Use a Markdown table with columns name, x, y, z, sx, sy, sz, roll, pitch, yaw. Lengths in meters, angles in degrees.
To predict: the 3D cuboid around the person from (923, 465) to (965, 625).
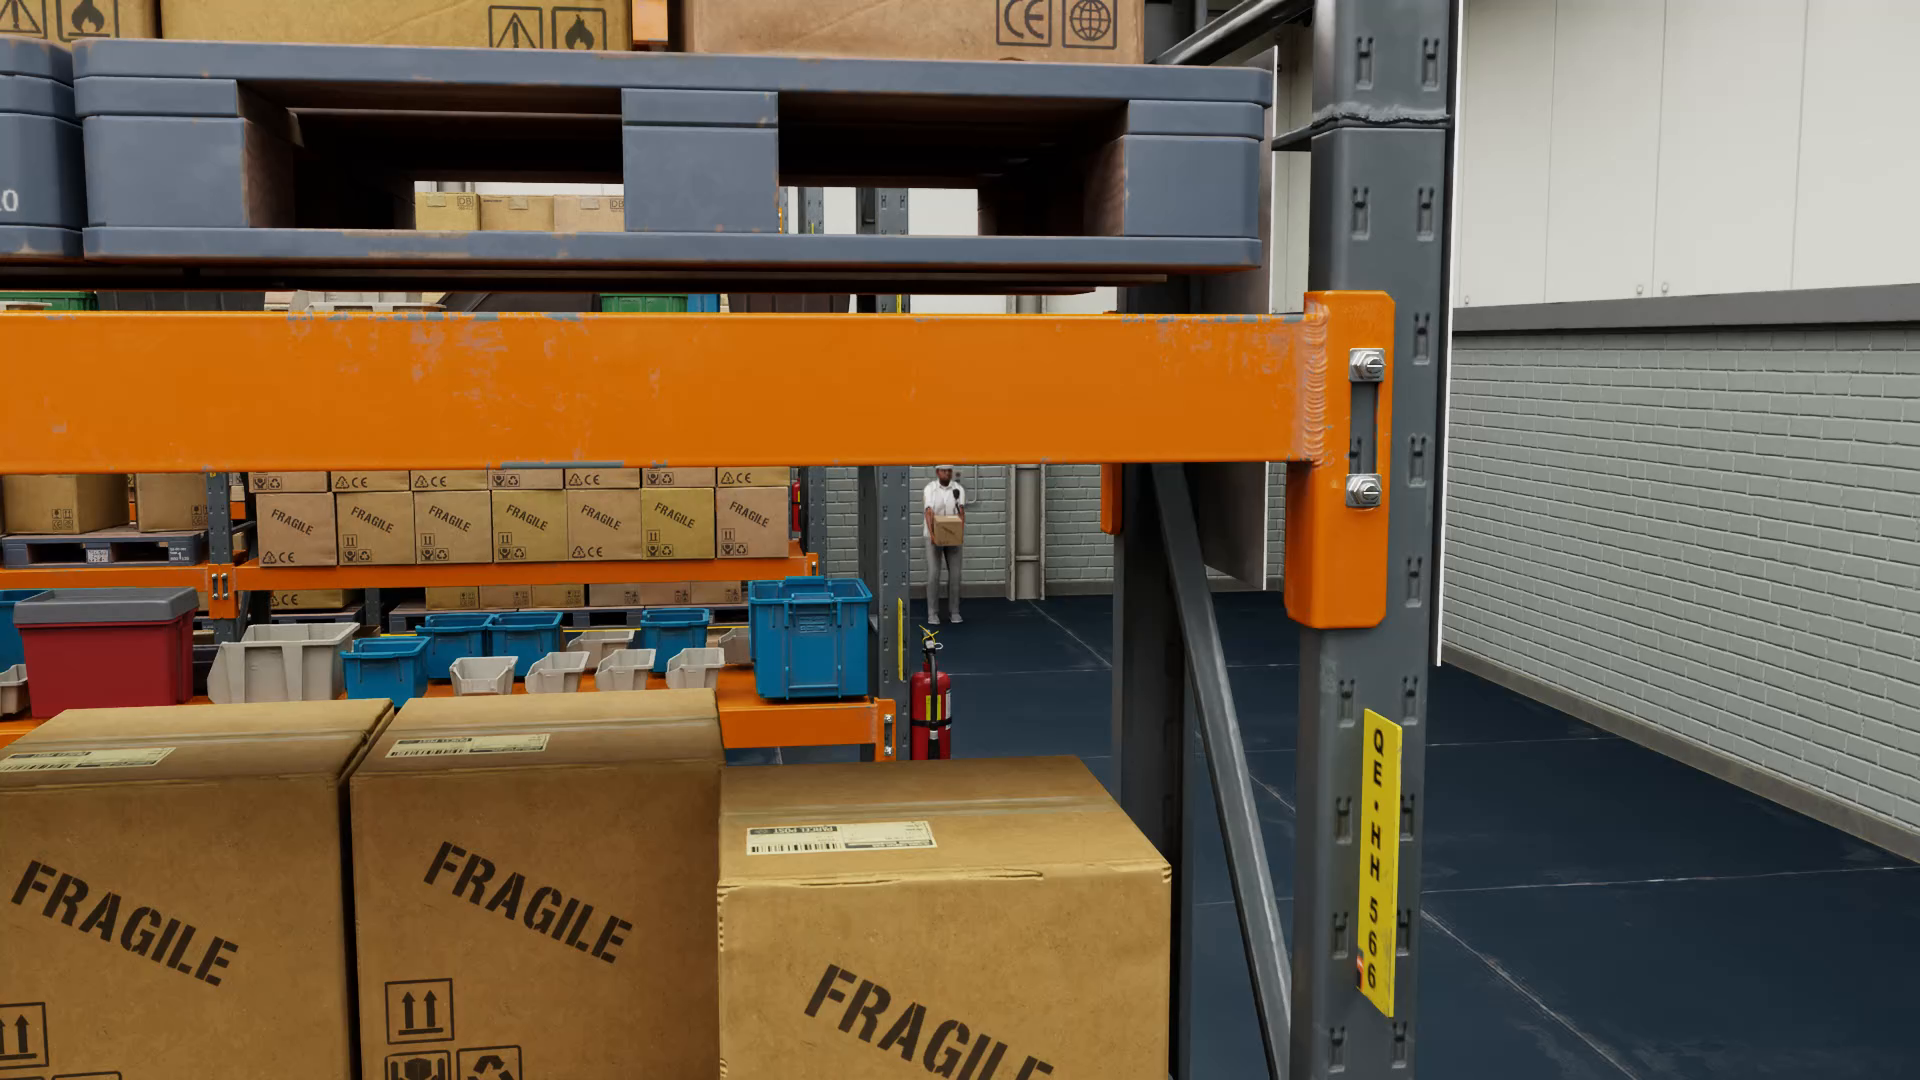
| name | x | y | z | sx | sy | sz | roll | pitch | yaw |
| --- | --- | --- | --- | --- | --- | --- | --- | --- | --- |
| person | -4.476 | 0.560 | 11.255 | 10.821 | 1.843 | 9.929 | -1 | 7 | -10 |
